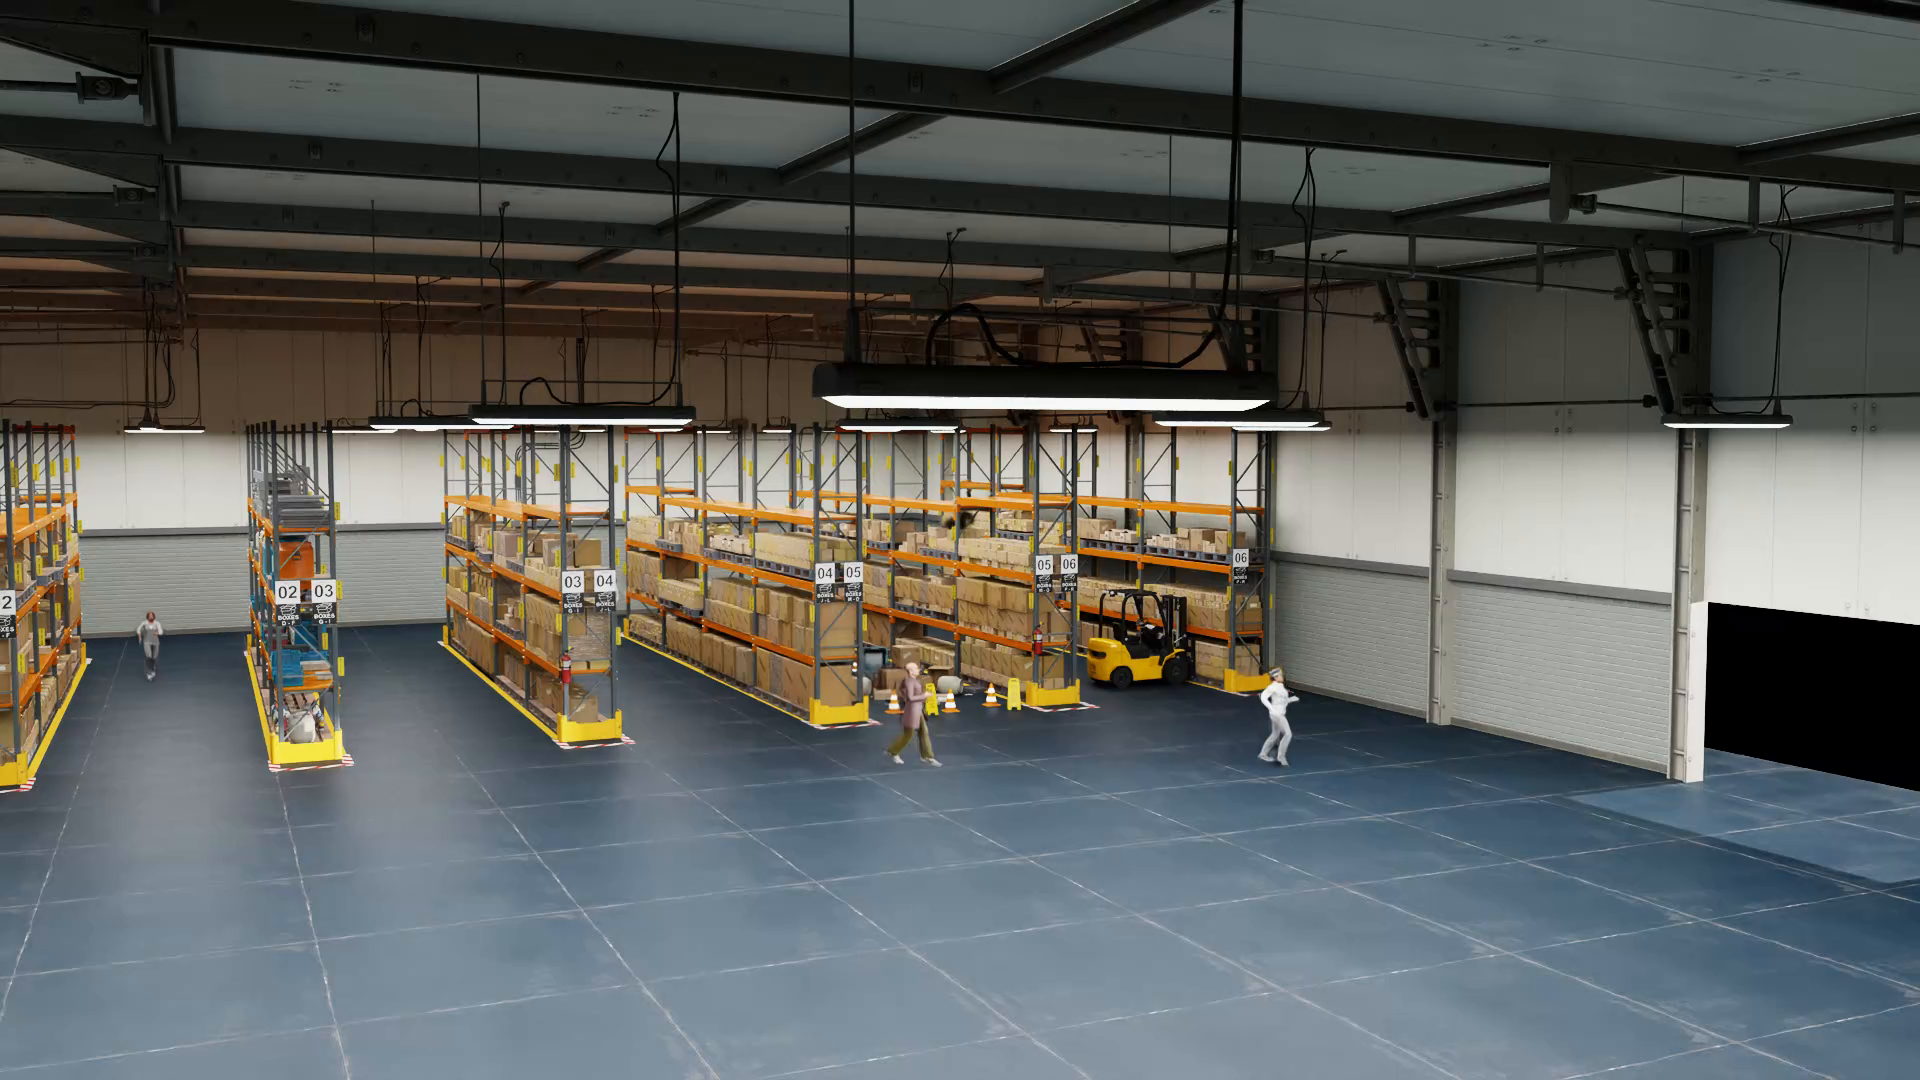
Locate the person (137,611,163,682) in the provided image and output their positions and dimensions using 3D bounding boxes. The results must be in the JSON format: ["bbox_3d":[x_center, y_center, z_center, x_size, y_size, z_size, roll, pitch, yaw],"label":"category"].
[{"bbox_3d":[-18.989,2.484,39.027,0.505,1.644,0.711,-3,4,-37],"label":"person"}]

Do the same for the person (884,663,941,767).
[{"bbox_3d":[-0.822,3.015,28.706,0.985,1.808,0.701,1,4,10],"label":"person"}]

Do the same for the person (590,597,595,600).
[{"bbox_3d":[-10.854,1.918,47.700,0.675,1.648,0.599,2,4,33],"label":"person"}]

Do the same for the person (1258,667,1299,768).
[{"bbox_3d":[5.533,3.079,28.863,0.669,1.742,0.590,1,4,20],"label":"person"}]
